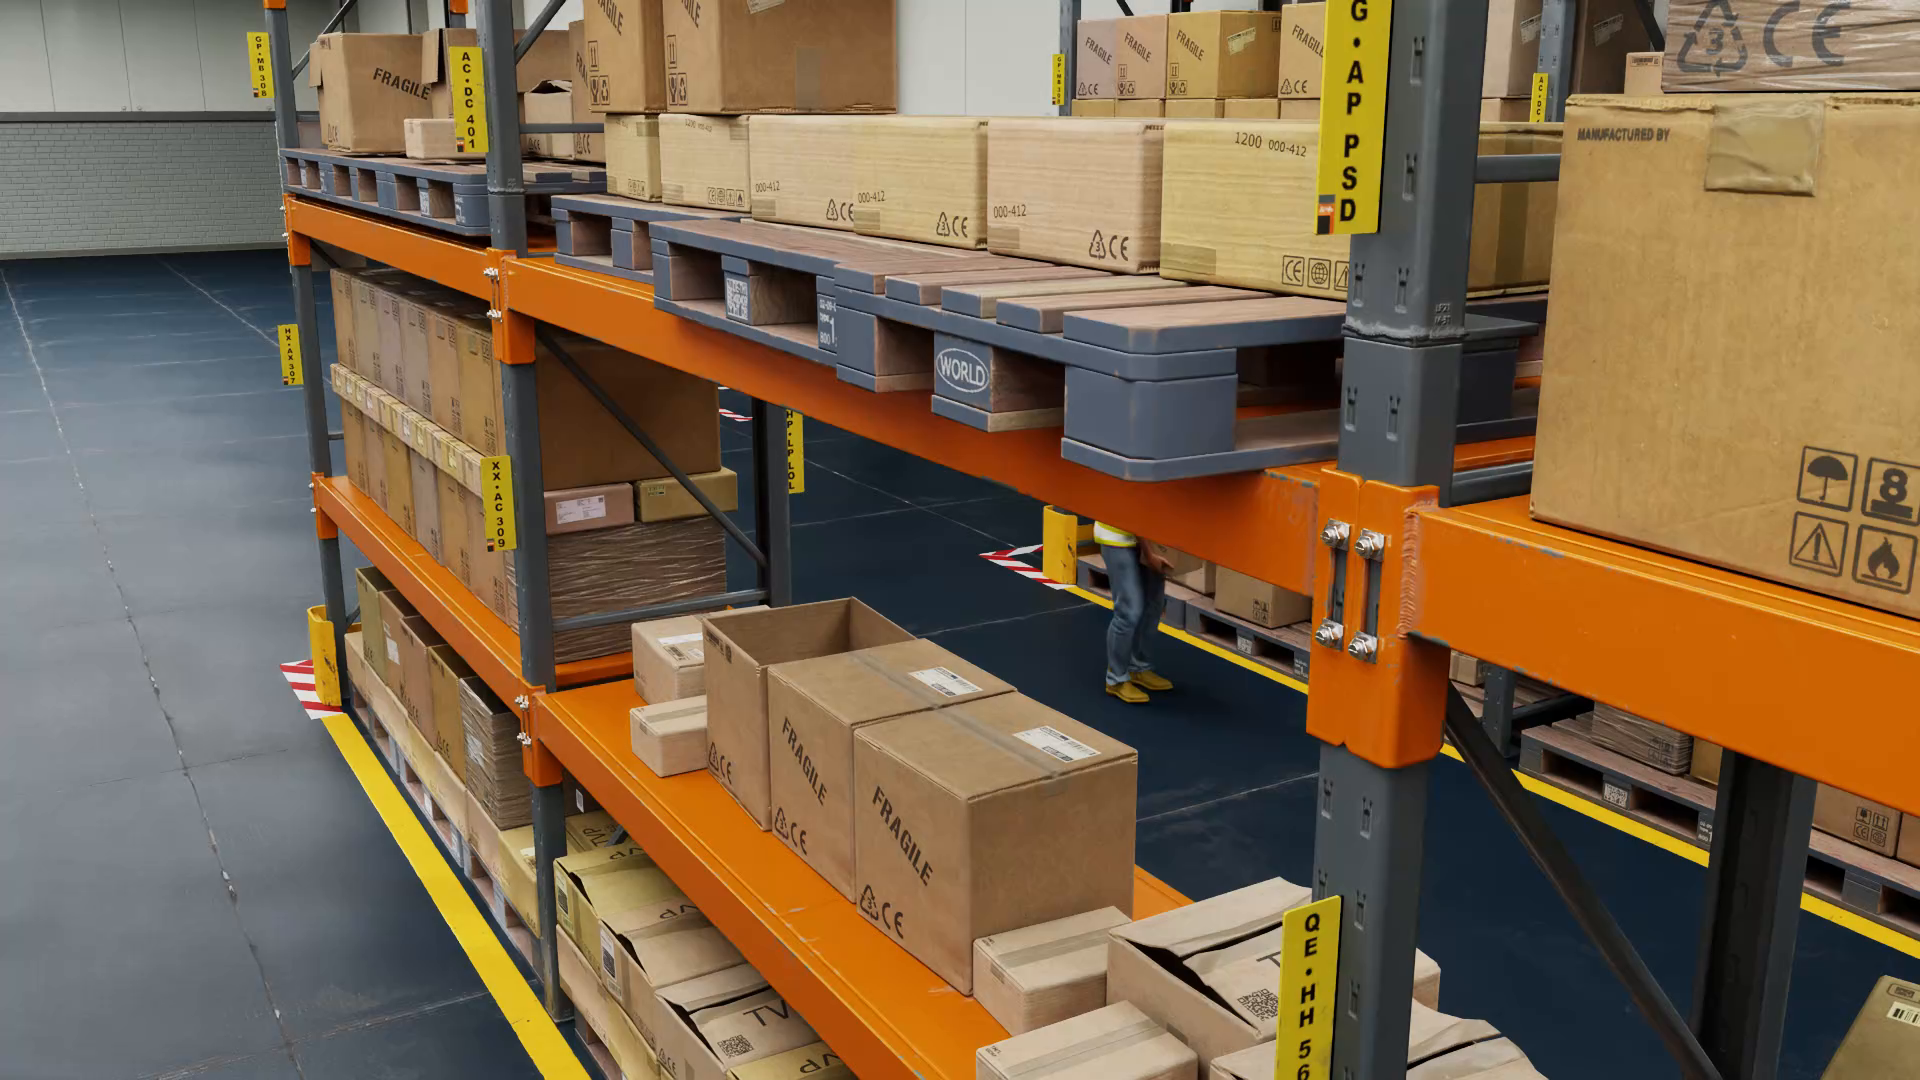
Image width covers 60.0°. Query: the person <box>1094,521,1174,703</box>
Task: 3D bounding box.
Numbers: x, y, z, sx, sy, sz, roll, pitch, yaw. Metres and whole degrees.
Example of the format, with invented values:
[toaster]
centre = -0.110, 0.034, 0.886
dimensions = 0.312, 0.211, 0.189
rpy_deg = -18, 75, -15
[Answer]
[person]
centre = 1.068, 0.040, 9.352
dimensions = 0.501, 1.746, 0.597
rpy_deg = -14, 20, -43
